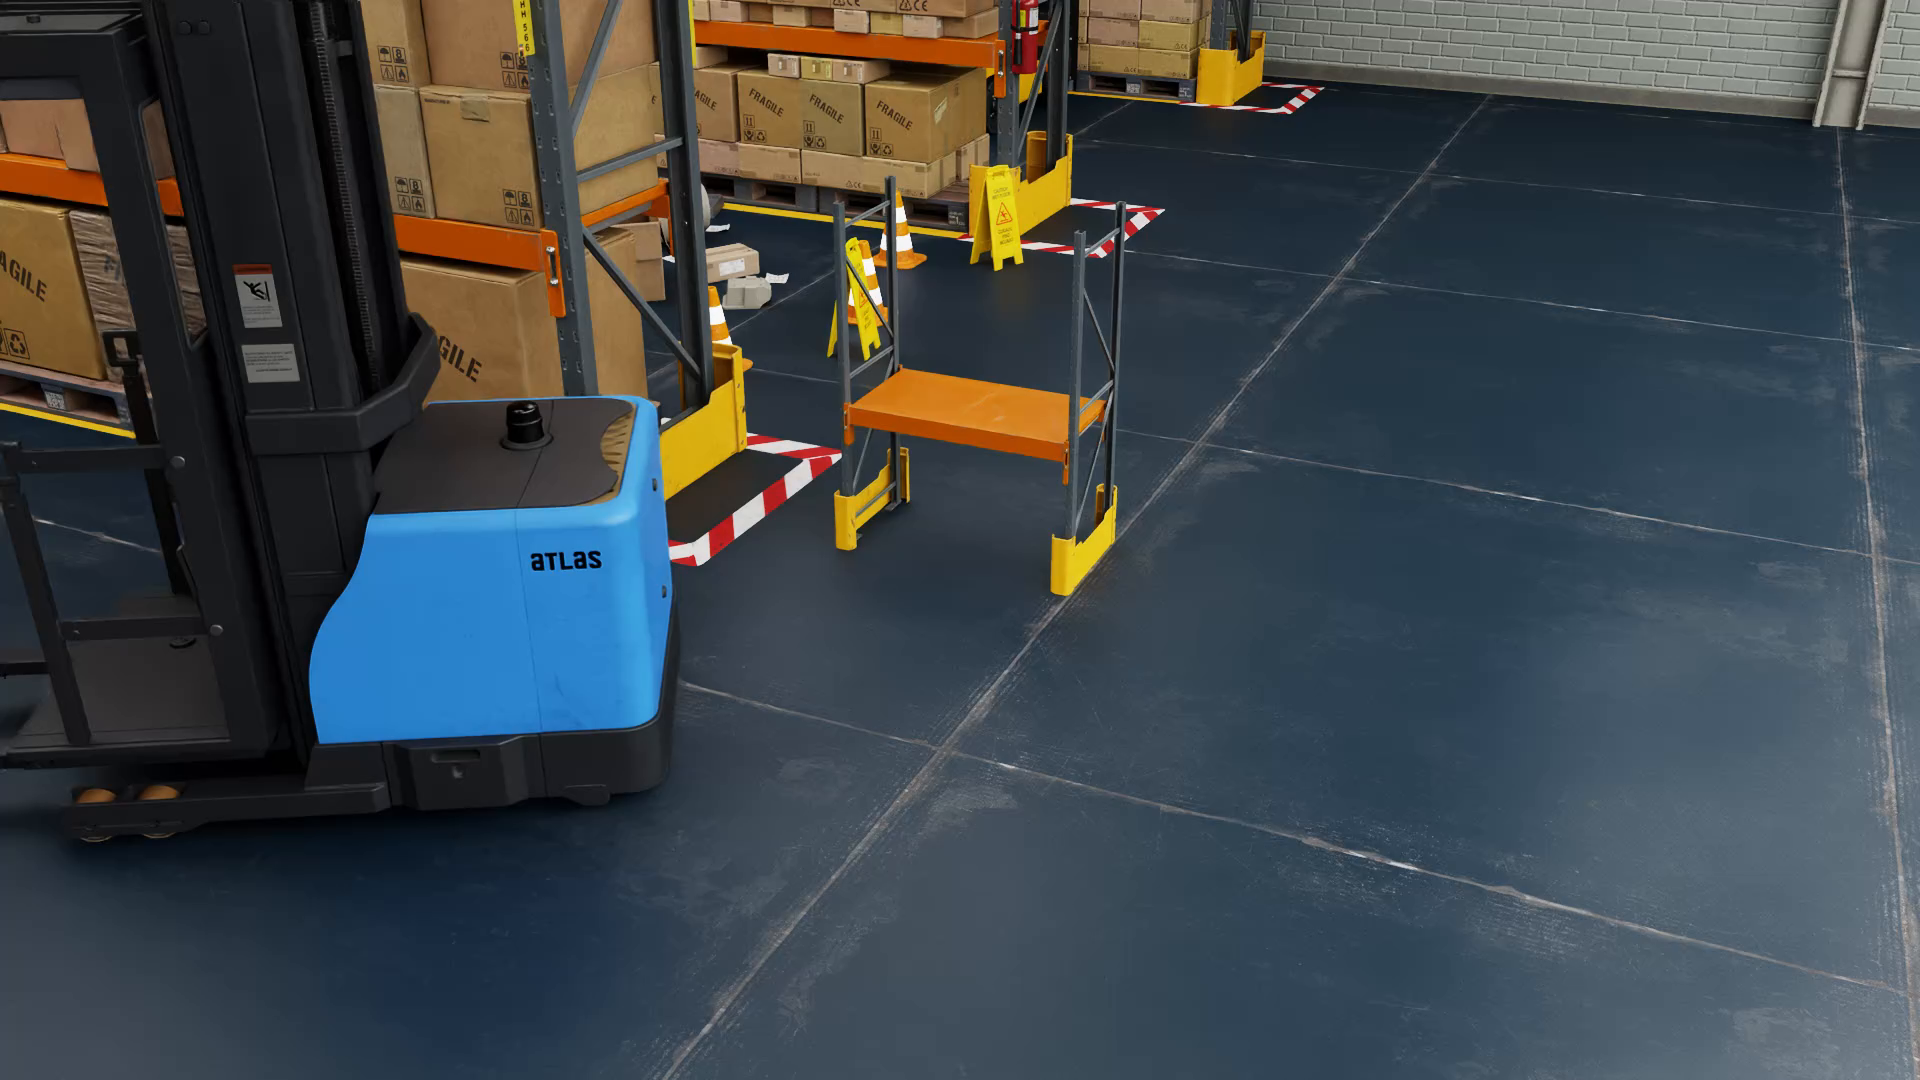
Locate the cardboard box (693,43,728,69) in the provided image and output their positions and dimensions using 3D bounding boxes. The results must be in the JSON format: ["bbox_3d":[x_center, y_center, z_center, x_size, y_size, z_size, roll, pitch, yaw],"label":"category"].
[{"bbox_3d":[-1.902,-3.542,12.103,0.250,0.149,0.380,13,29,25],"label":"cardboard box"}]

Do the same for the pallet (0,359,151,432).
[{"bbox_3d":[-4.428,-0.934,8.909,1.213,0.211,1.003,11,28,22],"label":"pallet"}]

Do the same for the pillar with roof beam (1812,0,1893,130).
[{"bbox_3d":[5.981,-5.983,9.214,0.400,9.000,9.100,11,28,22],"label":"pillar with roof beam"}]

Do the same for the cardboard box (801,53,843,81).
[{"bbox_3d":[-0.916,-3.345,11.701,0.250,0.149,0.380,12,29,23],"label":"cardboard box"}]

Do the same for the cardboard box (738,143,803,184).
[{"bbox_3d":[-1.284,-2.819,12.217,0.500,0.250,0.500,10,28,20],"label":"cardboard box"}]

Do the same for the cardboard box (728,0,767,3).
[{"bbox_3d":[-1.459,-4.087,11.704,0.500,0.500,0.500,12,29,22],"label":"cardboard box"}]

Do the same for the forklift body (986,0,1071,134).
[{"bbox_3d":[0.080,-4.862,14.691,1.214,2.155,2.313,11,28,22],"label":"forklift body"}]

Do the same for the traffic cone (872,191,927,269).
[{"bbox_3d":[-0.415,-2.055,10.900,0.334,0.463,0.336,11,28,22],"label":"traffic cone"}]

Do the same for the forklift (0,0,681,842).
[{"bbox_3d":[-2.520,-0.598,5.147,3.031,2.935,1.130,-2,26,-5],"label":"forklift"}]

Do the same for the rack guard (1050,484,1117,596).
[{"bbox_3d":[0.523,-0.007,6.982,0.087,0.250,0.587,11,28,22],"label":"rack guard"}]

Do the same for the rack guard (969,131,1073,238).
[{"bbox_3d":[0.441,-2.526,11.814,0.348,0.500,1.175,11,28,22],"label":"rack guard"}]

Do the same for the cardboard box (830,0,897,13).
[{"bbox_3d":[-0.552,-3.893,11.312,0.500,0.500,0.500,11,28,22],"label":"cardboard box"}]

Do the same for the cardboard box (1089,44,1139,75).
[{"bbox_3d":[1.554,-4.638,15.912,0.500,0.250,0.500,11,28,22],"label":"cardboard box"}]

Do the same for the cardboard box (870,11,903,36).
[{"bbox_3d":[-0.420,-3.560,11.370,0.250,0.149,0.380,11,28,21],"label":"cardboard box"}]

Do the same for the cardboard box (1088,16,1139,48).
[{"bbox_3d":[1.537,-4.868,15.814,0.500,0.250,0.500,11,28,21],"label":"cardboard box"}]

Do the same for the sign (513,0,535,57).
[{"bbox_3d":[-1.684,-2.035,6.407,0.005,0.325,0.100,11,28,22],"label":"sign"}]

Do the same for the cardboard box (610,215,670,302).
[{"bbox_3d":[-2.137,-1.816,10.370,0.637,0.503,0.797,-7,27,-14],"label":"cardboard box"}]

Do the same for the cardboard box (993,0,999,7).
[{"bbox_3d":[0.194,-4.010,11.548,0.500,0.500,0.500,11,28,21],"label":"cardboard box"}]

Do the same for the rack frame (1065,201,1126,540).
[{"bbox_3d":[0.540,-0.564,6.698,0.032,1.500,0.500,11,28,22],"label":"rack frame"}]

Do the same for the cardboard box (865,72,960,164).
[{"bbox_3d":[-0.327,-2.966,11.667,0.500,0.500,0.500,12,28,22],"label":"cardboard box"}]

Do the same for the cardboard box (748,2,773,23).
[{"bbox_3d":[-1.302,-3.790,11.837,0.250,0.149,0.380,11,28,22],"label":"cardboard box"}]

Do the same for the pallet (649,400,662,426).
[{"bbox_3d":[-2.207,-0.488,8.003,1.213,0.211,1.003,11,28,22],"label":"pallet"}]

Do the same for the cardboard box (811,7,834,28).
[{"bbox_3d":[-0.842,-3.698,11.650,0.250,0.149,0.380,12,29,23],"label":"cardboard box"}]

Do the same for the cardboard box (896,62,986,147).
[{"bbox_3d":[-0.131,-3.187,12.116,0.500,0.500,0.500,10,28,20],"label":"cardboard box"}]

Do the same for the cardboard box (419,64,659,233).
[{"bbox_3d":[-1.803,-1.741,7.221,0.550,0.550,0.875,11,28,22],"label":"cardboard box"}]

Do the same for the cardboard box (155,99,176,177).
[{"bbox_3d":[-3.270,-2.066,7.881,0.500,0.550,0.875,11,28,22],"label":"cardboard box"}]

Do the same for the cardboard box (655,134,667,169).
[{"bbox_3d":[-2.215,-3.010,12.605,0.500,0.250,0.500,13,29,25],"label":"cardboard box"}]

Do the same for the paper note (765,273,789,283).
[{"bbox_3d":[-1.174,-1.674,10.615,0.142,0.019,0.148,2,26,4],"label":"paper note"}]

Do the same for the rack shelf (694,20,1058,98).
[{"bbox_3d":[-1.310,-3.676,12.135,4.000,0.370,1.077,11,28,22],"label":"rack shelf"}]

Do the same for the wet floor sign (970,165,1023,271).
[{"bbox_3d":[0.240,-2.112,10.809,0.232,0.644,0.267,23,35,39],"label":"wet floor sign"}]

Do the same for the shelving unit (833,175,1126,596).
[{"bbox_3d":[0.069,-0.659,6.890,1.083,1.500,0.587,11,28,22],"label":"shelving unit"}]

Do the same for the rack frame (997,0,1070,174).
[{"bbox_3d":[0.510,-3.633,11.234,0.127,3.000,1.000,11,28,22],"label":"rack frame"}]

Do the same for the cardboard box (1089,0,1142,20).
[{"bbox_3d":[1.546,-5.083,15.684,0.500,0.250,0.500,12,29,23],"label":"cardboard box"}]

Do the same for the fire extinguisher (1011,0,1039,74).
[{"bbox_3d":[0.424,-3.392,10.832,0.183,0.674,0.296,11,28,22],"label":"fire extinguisher"}]

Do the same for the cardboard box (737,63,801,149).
[{"bbox_3d":[-1.260,-3.155,12.051,0.500,0.500,0.500,11,28,21],"label":"cardboard box"}]

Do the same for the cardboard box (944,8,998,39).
[{"bbox_3d":[0.081,-3.503,11.253,0.250,0.149,0.380,12,29,24],"label":"cardboard box"}]

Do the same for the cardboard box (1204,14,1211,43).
[{"bbox_3d":[2.220,-4.978,16.037,0.500,0.250,0.500,12,29,23],"label":"cardboard box"}]

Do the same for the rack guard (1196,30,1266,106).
[{"bbox_3d":[2.584,-4.504,15.832,0.348,0.500,1.175,11,28,22],"label":"rack guard"}]

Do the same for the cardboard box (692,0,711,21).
[{"bbox_3d":[-1.816,-3.828,11.913,0.250,0.149,0.380,12,28,22],"label":"cardboard box"}]

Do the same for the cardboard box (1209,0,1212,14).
[{"bbox_3d":[2.202,-5.197,15.916,0.500,0.250,0.500,11,28,21],"label":"cardboard box"}]

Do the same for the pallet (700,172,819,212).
[{"bbox_3d":[-1.390,-2.783,12.663,1.213,0.211,1.003,11,28,22],"label":"pallet"}]

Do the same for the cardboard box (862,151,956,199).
[{"bbox_3d":[-0.359,-2.632,11.838,0.500,0.250,0.500,11,28,22],"label":"cardboard box"}]

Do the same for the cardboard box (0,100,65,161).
[{"bbox_3d":[-4.237,-2.269,8.293,0.550,0.550,0.875,11,28,22],"label":"cardboard box"}]

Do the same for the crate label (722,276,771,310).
[{"bbox_3d":[-1.306,-1.519,10.181,0.298,0.136,0.250,-2,26,-5],"label":"crate label"}]

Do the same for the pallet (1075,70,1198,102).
[{"bbox_3d":[1.848,-4.502,16.155,1.213,0.211,1.003,11,28,22],"label":"pallet"}]

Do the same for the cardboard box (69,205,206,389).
[{"bbox_3d":[-3.722,-1.285,8.393,0.875,0.875,0.875,12,28,22],"label":"cardboard box"}]

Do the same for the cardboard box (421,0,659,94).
[{"bbox_3d":[-1.768,-2.260,7.051,0.550,0.550,0.875,11,28,22],"label":"cardboard box"}]

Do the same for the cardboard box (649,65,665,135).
[{"bbox_3d":[-2.213,-3.346,12.439,0.500,0.500,0.500,13,29,24],"label":"cardboard box"}]

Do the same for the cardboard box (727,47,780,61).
[{"bbox_3d":[-1.553,-3.470,12.692,0.500,0.500,0.500,13,29,24],"label":"cardboard box"}]

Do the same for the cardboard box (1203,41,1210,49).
[{"bbox_3d":[2.195,-4.753,16.146,0.500,0.250,0.500,11,28,22],"label":"cardboard box"}]
